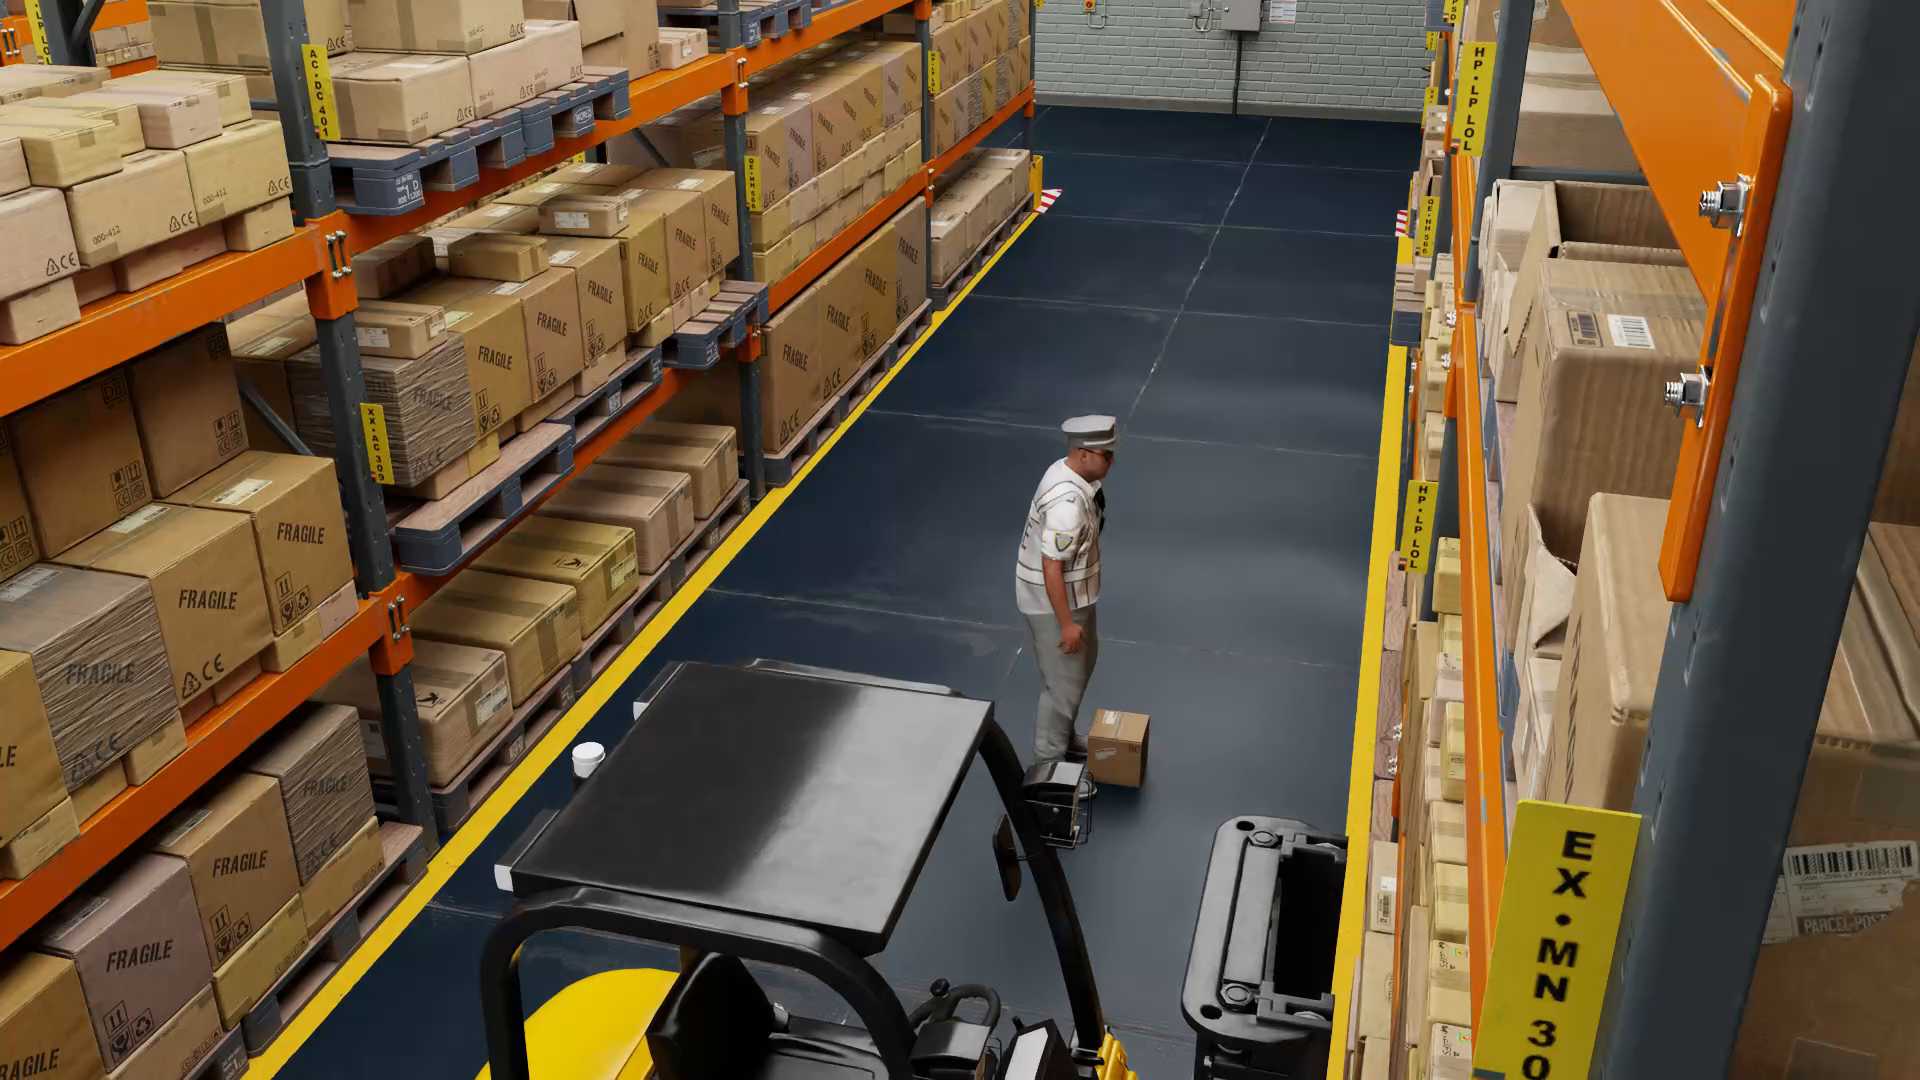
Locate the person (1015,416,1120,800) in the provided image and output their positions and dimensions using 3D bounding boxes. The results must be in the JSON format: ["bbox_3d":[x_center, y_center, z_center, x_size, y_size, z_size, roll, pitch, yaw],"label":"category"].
[{"bbox_3d":[0.476,0.269,7.525,0.434,1.748,0.587,6,26,13],"label":"person"}]
